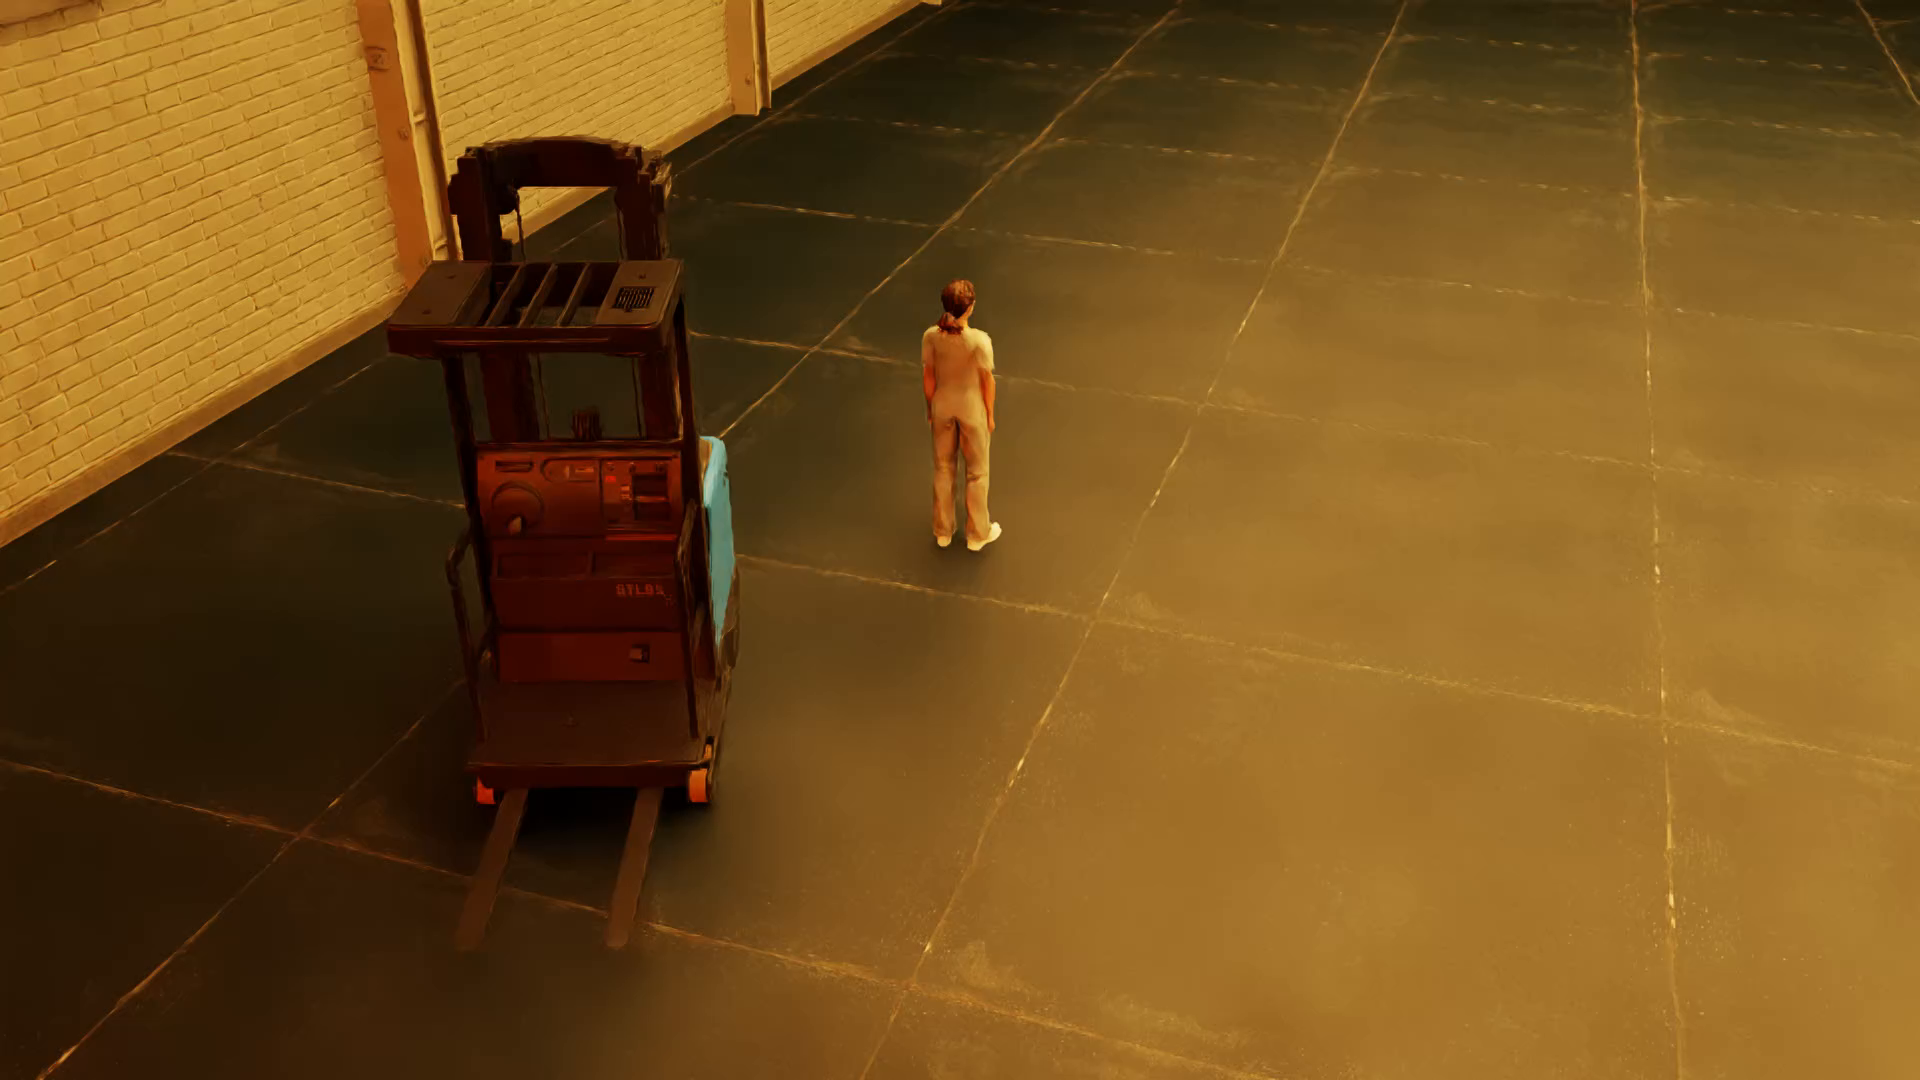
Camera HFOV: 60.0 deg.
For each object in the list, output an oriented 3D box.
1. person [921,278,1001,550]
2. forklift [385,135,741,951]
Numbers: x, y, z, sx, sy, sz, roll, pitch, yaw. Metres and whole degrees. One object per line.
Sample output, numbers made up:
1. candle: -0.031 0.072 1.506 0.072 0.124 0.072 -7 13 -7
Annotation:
1. person: 0.002 -0.731 9.689 0.432 1.673 0.365 10 31 16
2. forklift: -1.734 -0.172 7.438 1.130 2.935 3.031 -1 30 -1
